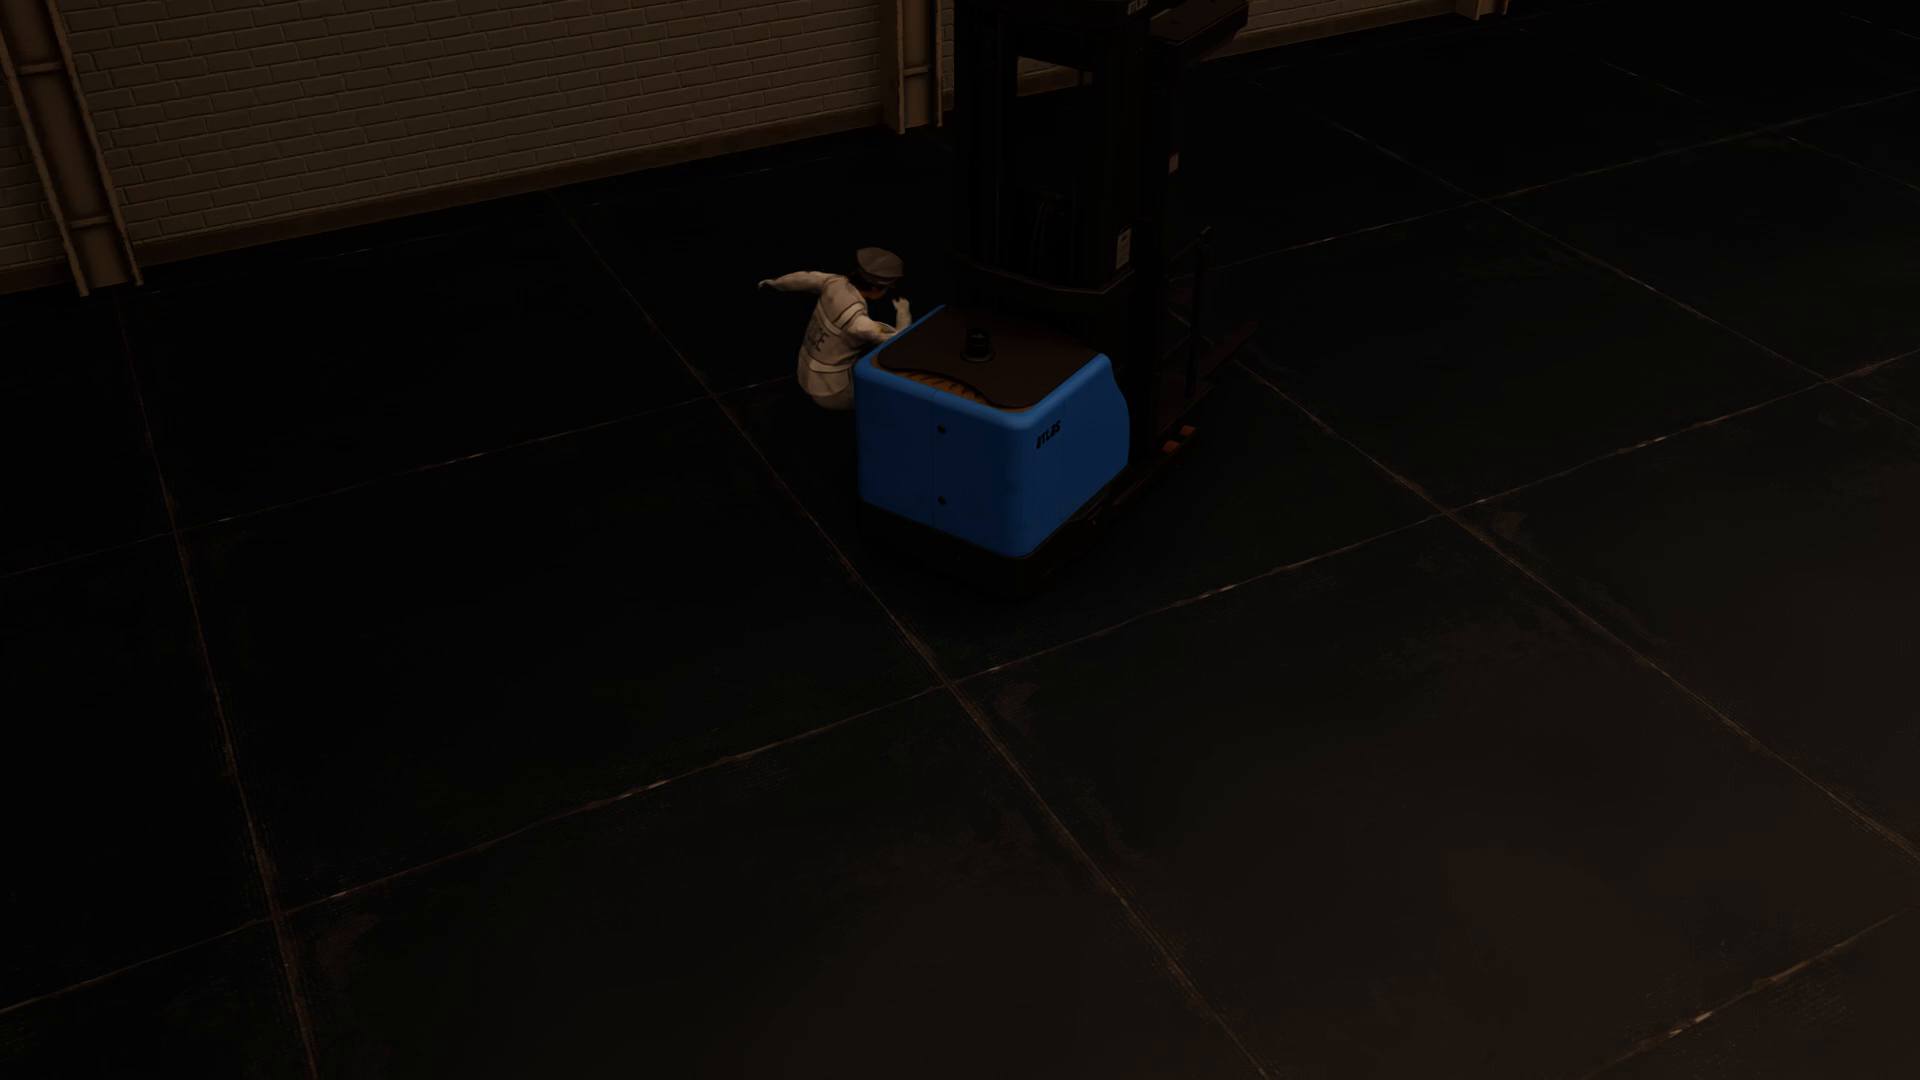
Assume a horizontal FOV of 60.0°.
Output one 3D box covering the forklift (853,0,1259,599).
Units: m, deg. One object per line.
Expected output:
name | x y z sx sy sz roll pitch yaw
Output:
forklift | 0.706 -1.721 8.557 1.130 2.935 3.031 21 40 27

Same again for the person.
person | -0.512 -0.975 8.917 0.888 1.384 1.116 -11 37 -15
